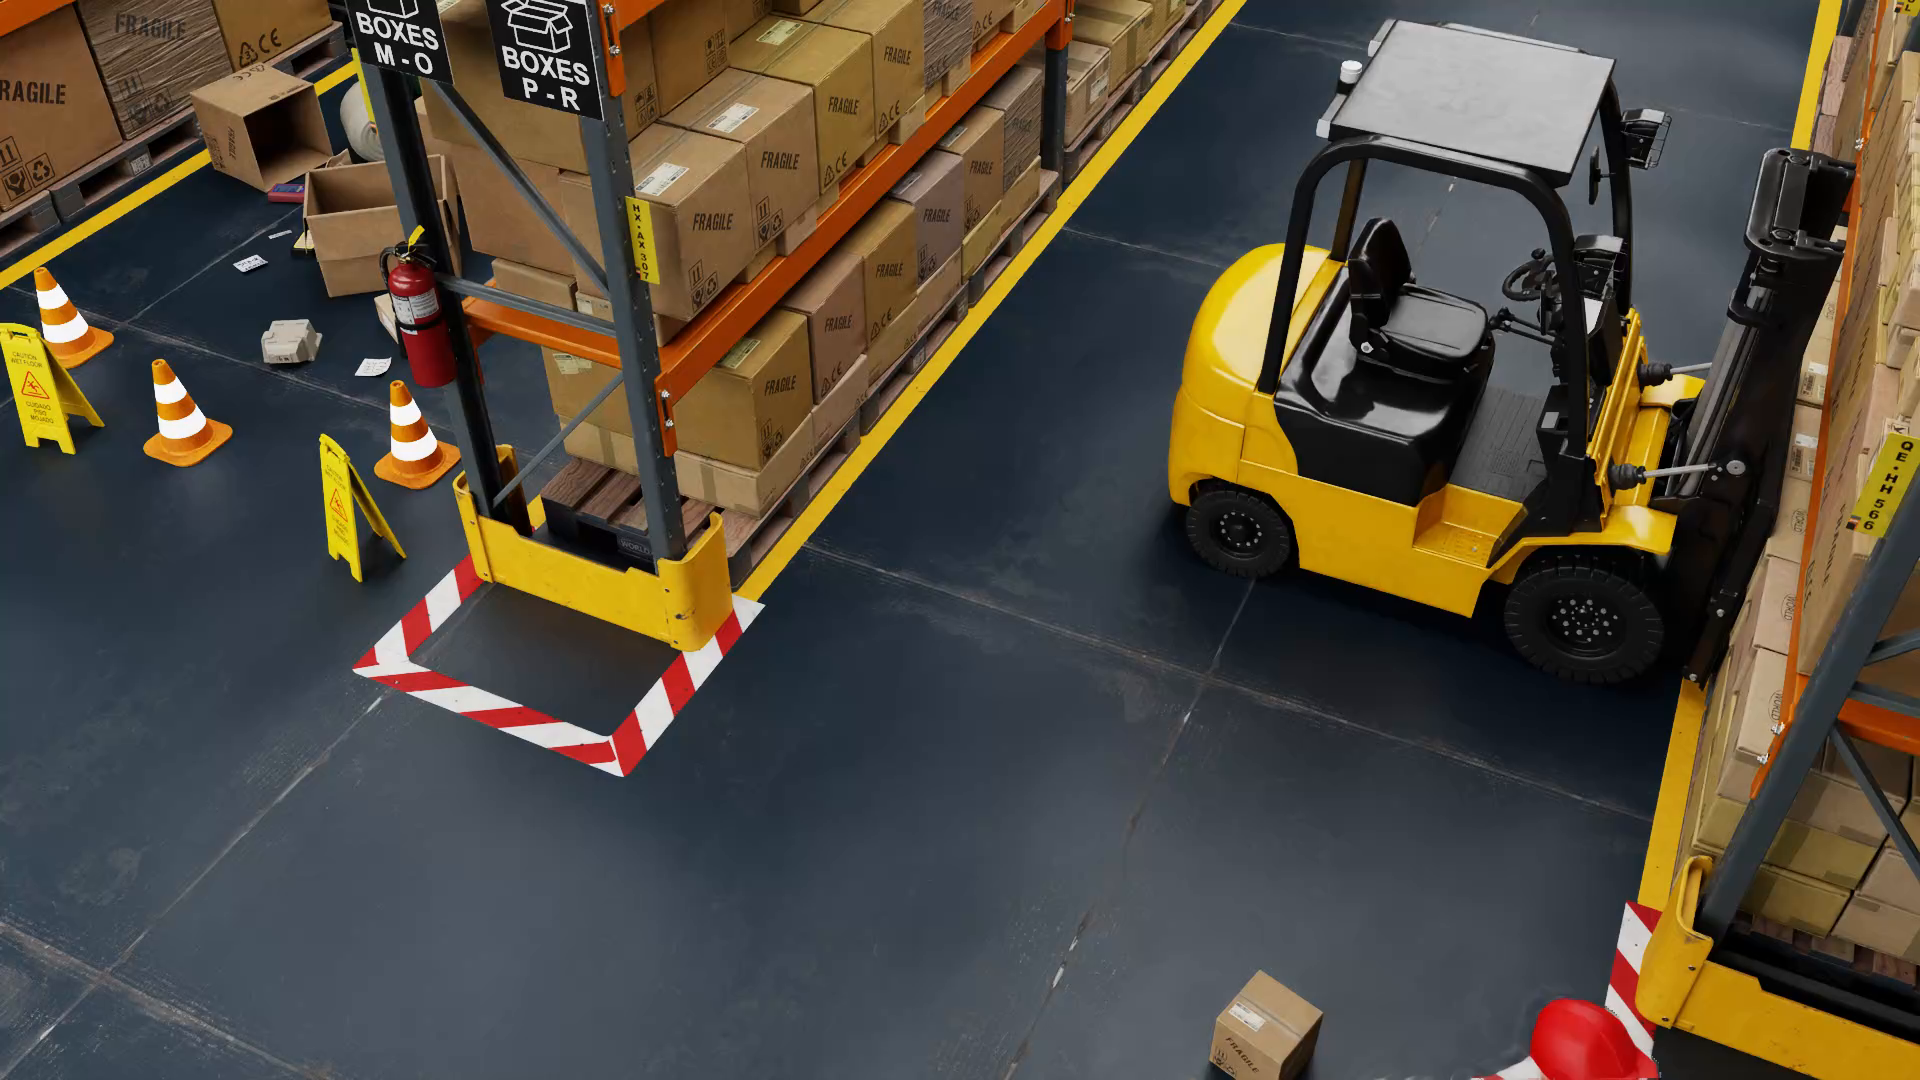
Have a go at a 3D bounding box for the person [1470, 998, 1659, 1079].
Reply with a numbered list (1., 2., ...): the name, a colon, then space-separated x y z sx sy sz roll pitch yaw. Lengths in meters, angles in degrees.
1. person: 1.382 1.718 4.200 0.655 1.830 0.699 -26 48 -26
